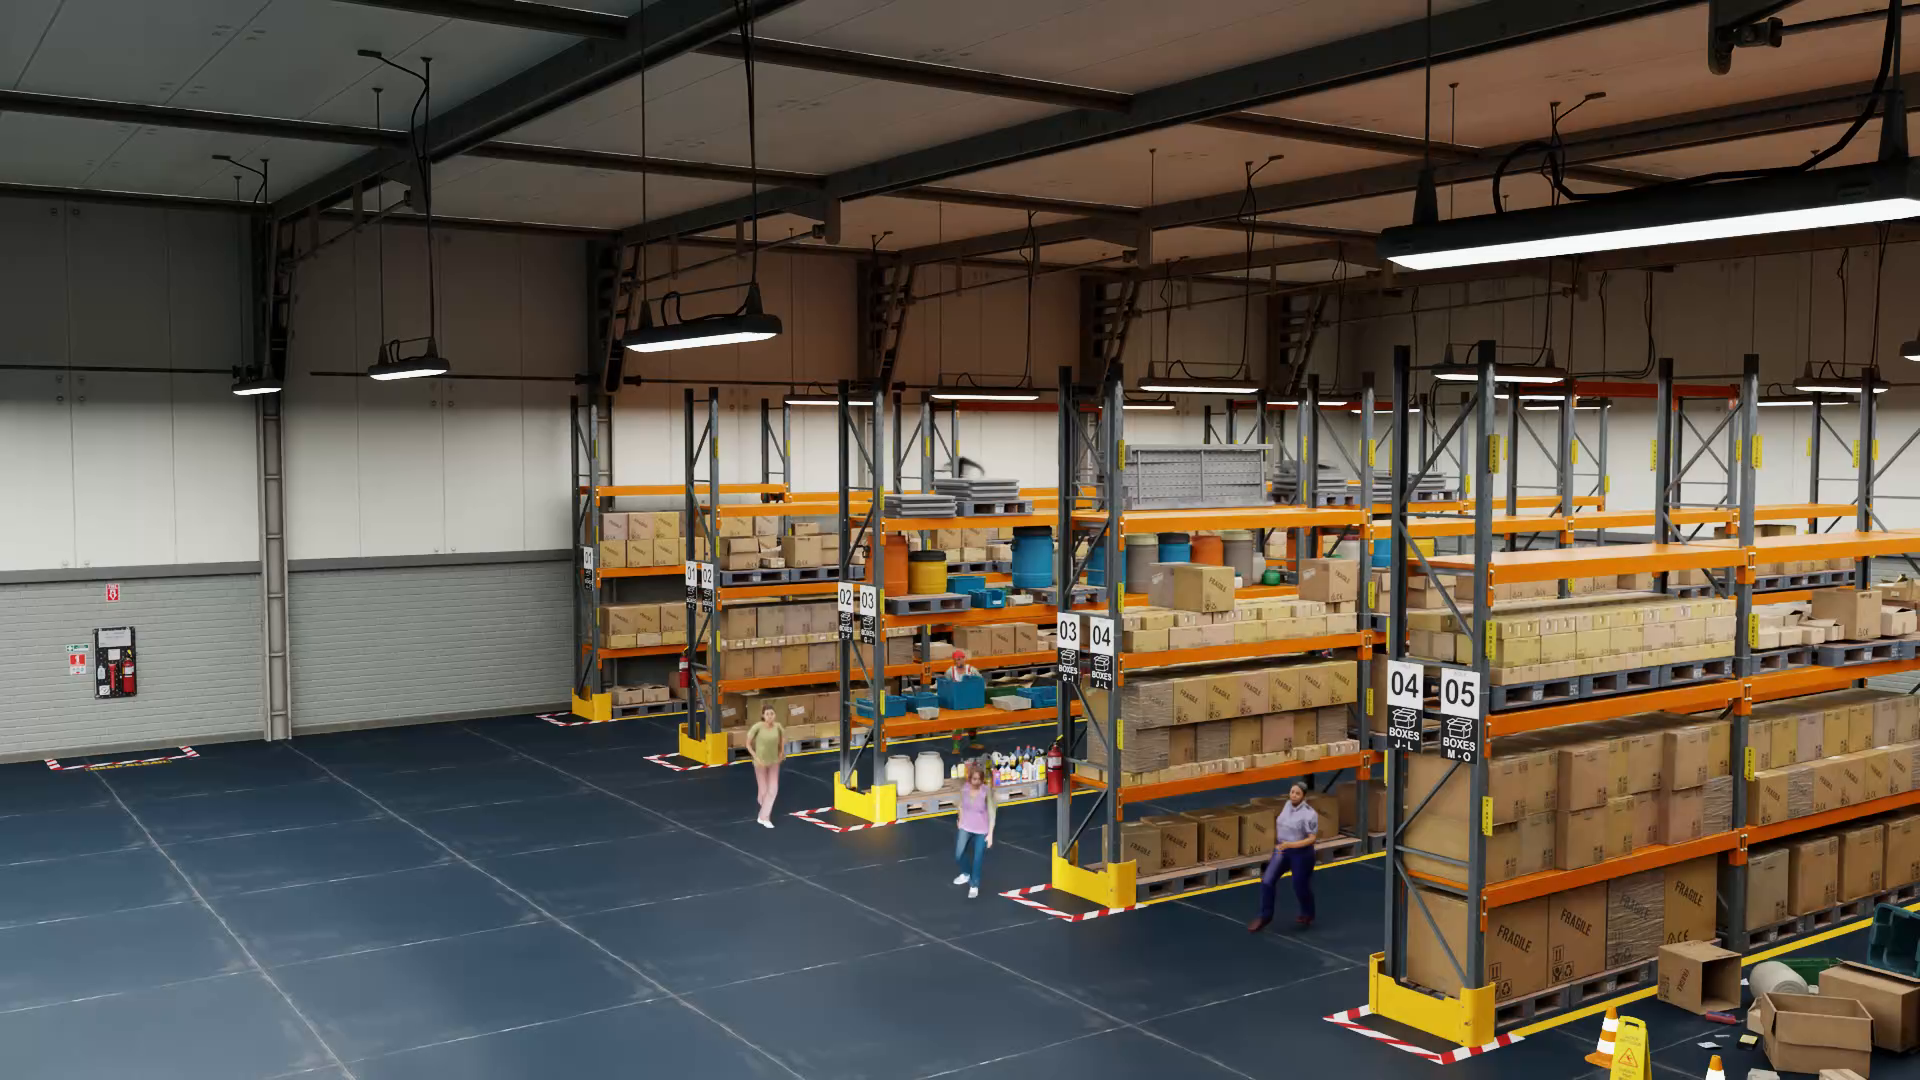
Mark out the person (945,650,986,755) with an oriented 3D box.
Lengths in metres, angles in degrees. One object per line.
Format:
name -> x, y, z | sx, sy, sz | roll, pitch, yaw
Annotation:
person -> 0.078, 2.665, 27.386 | 0.724, 1.730, 0.825 | 0, 3, -3

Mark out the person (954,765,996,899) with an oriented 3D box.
person -> 0.159, 3.281, 18.728 | 0.571, 1.557, 0.553 | 1, 4, 16

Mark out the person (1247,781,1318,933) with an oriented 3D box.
person -> 3.485, 3.302, 17.373 | 0.793, 1.621, 0.685 | -3, 5, -43

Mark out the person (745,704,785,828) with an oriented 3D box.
person -> -2.639, 3.011, 22.440 | 0.582, 1.647, 0.706 | -1, 4, -20
